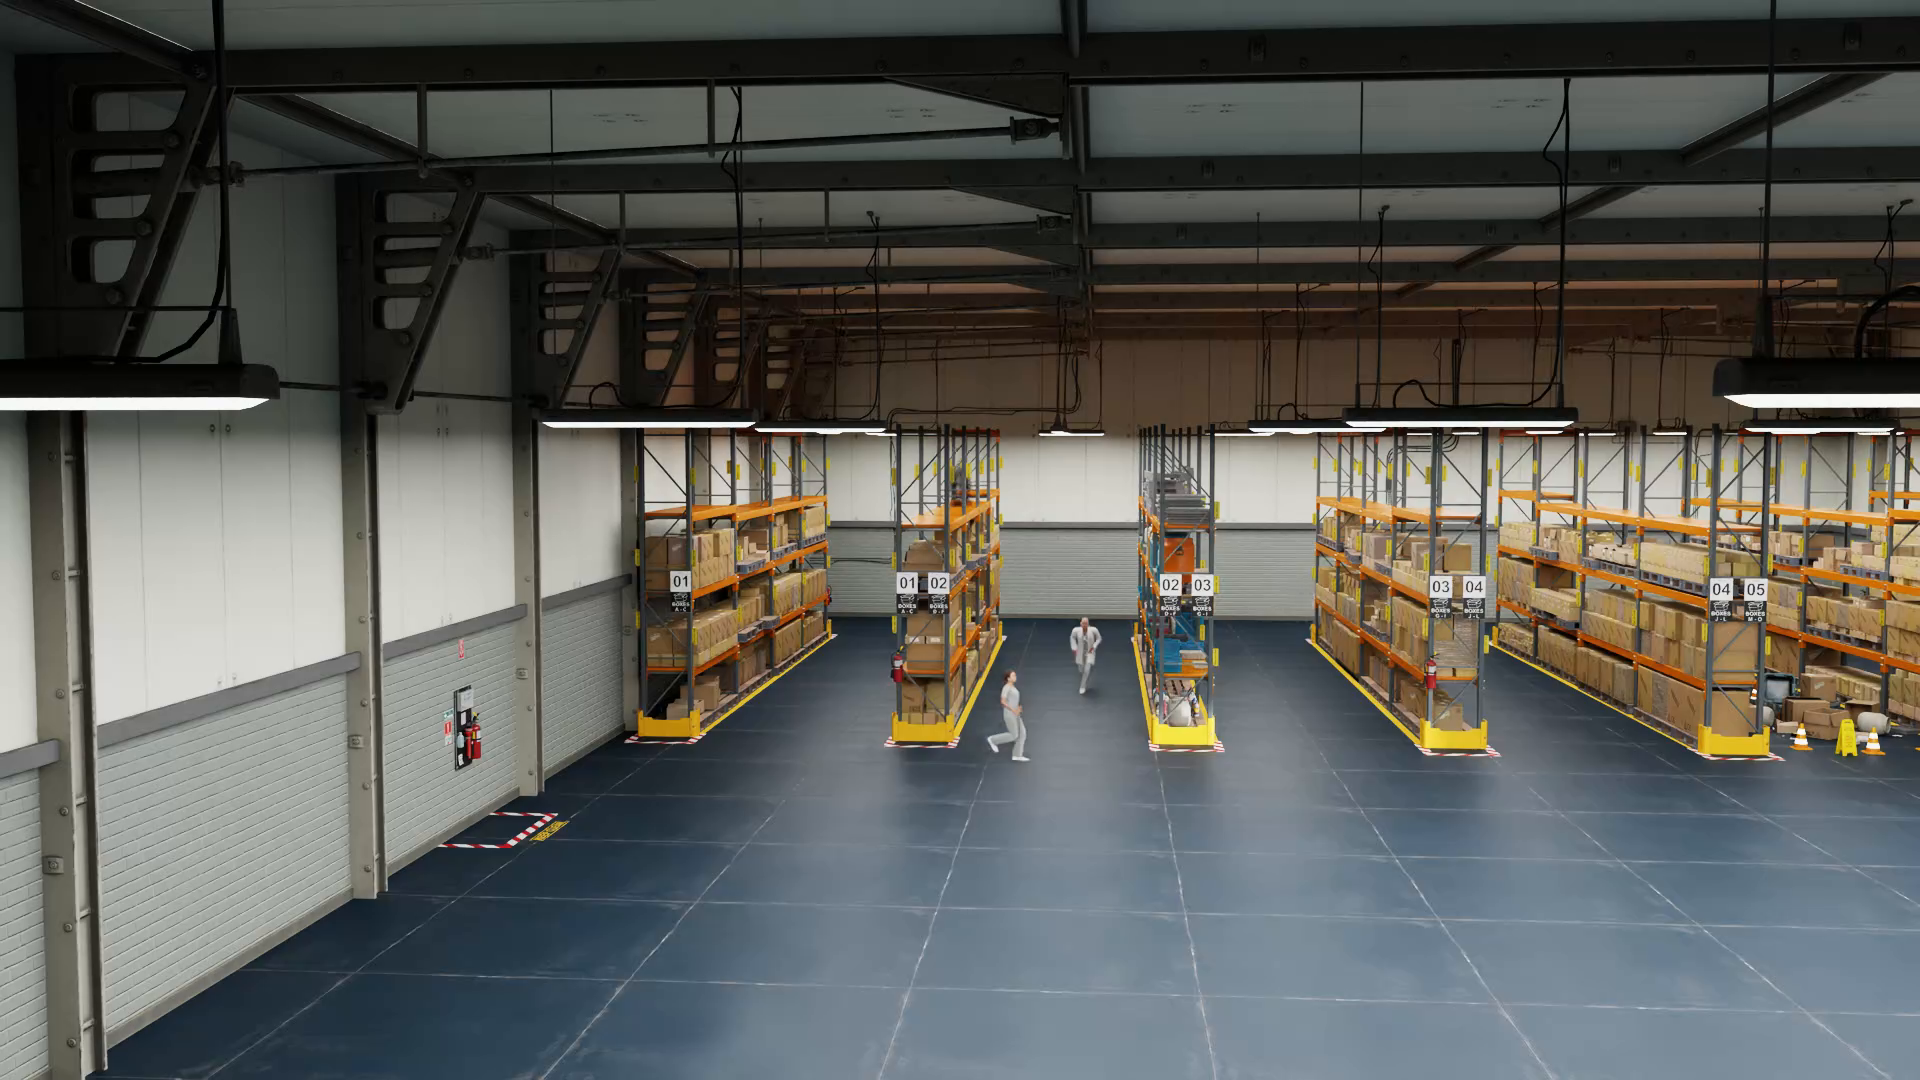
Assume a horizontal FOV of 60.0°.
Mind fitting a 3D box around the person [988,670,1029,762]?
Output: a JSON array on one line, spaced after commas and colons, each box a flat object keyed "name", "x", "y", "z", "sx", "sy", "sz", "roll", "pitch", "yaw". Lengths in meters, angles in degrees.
[{"name": "person", "x": 0.871, "y": 3.114, "z": 29.561, "sx": 0.746, "sy": 1.640, "sz": 0.573, "roll": 1, "pitch": 4, "yaw": 18}]

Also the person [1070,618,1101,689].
[{"name": "person", "x": 0.055, "y": 3.555, "z": 21.737, "sx": 6.090, "sy": 1.700, "sz": 33.063, "roll": 0, "pitch": 3, "yaw": 6}]

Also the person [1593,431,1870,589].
[{"name": "person", "x": 21.788, "y": -0.647, "z": 48.087, "sx": 11.036, "sy": 5.103, "sz": 5.223, "roll": -1, "pitch": 4, "yaw": -12}]
